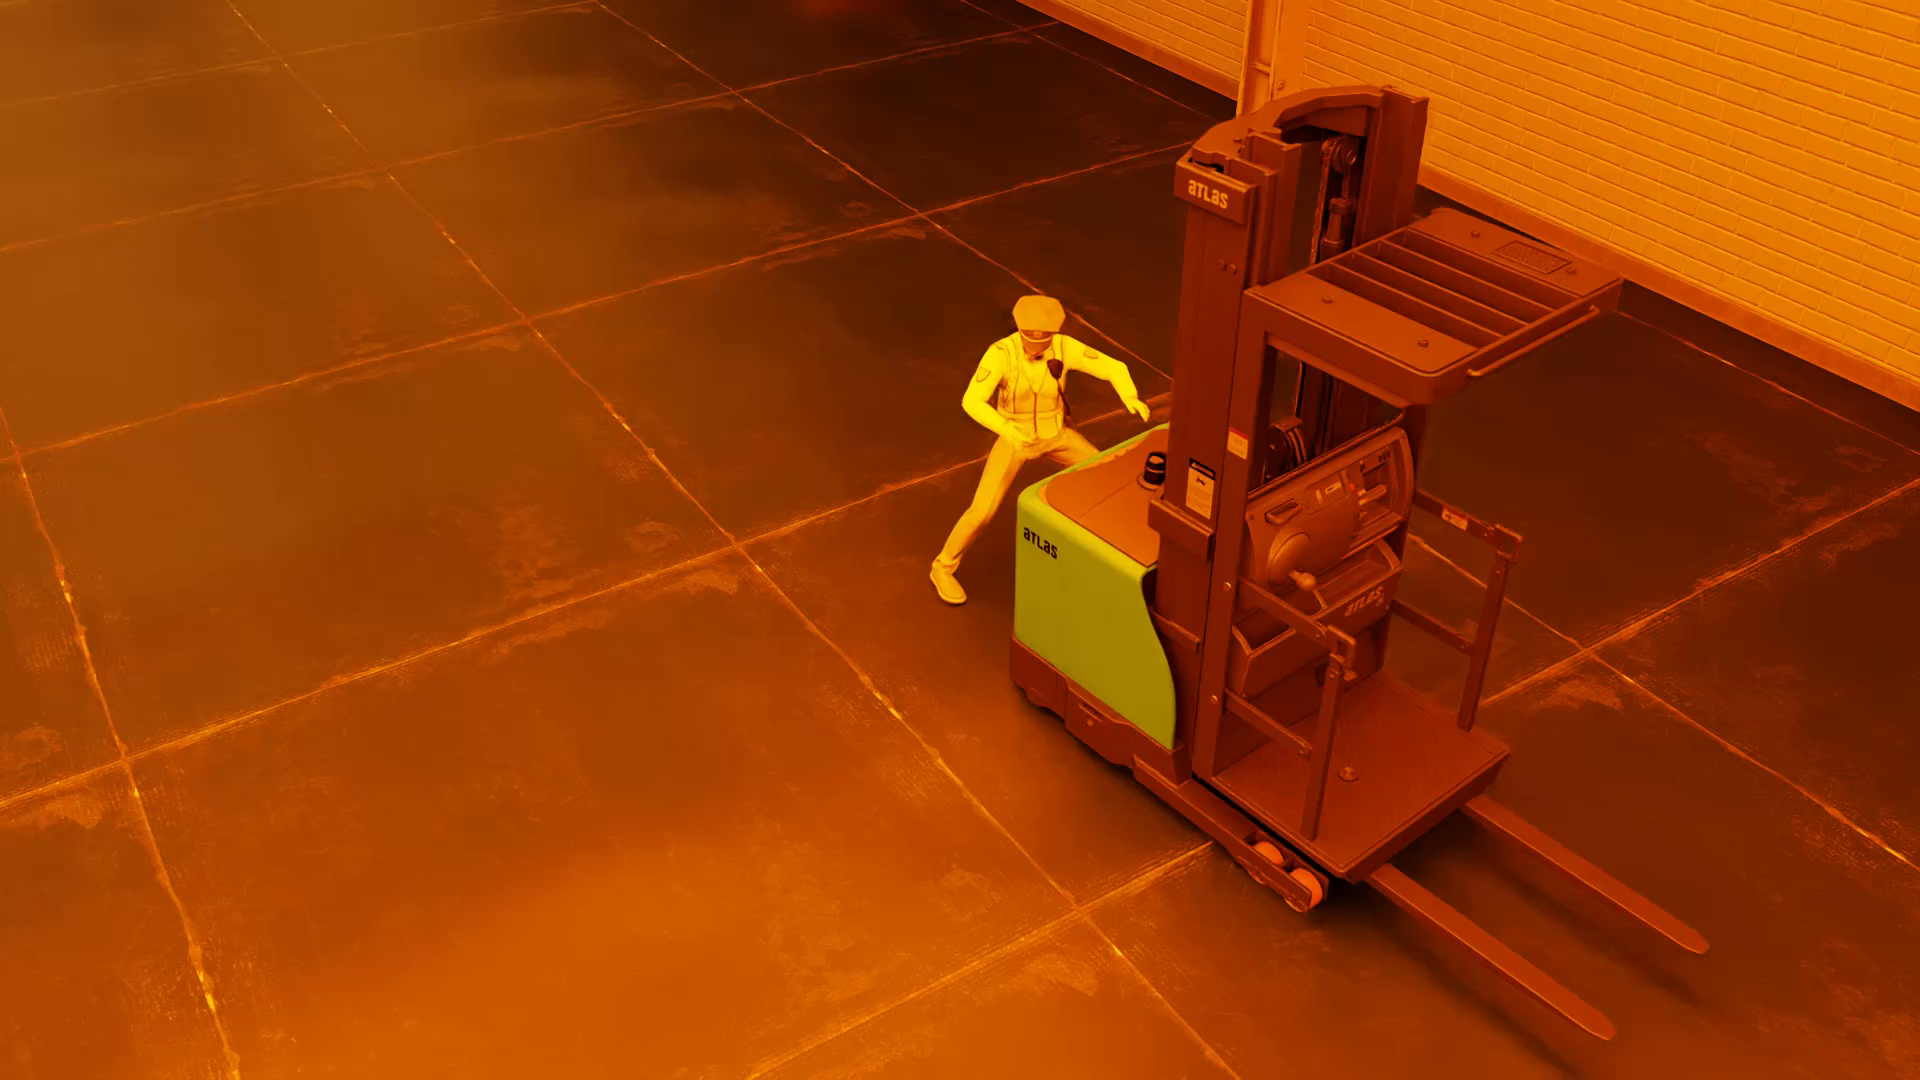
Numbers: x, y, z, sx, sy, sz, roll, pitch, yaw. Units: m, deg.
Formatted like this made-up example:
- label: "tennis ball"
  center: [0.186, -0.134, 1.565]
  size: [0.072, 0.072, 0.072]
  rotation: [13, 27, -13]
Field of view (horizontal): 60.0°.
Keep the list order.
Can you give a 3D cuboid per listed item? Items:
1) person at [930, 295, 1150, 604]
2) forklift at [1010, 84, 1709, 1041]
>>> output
- label: "person"
  center: [0.415, -0.480, 8.115]
  size: [1.162, 1.452, 0.630]
  rotation: [-4, 35, -6]
- label: "forklift"
  center: [1.557, -0.056, 6.227]
  size: [1.130, 2.935, 3.031]
  rotation: [-26, 42, -32]
